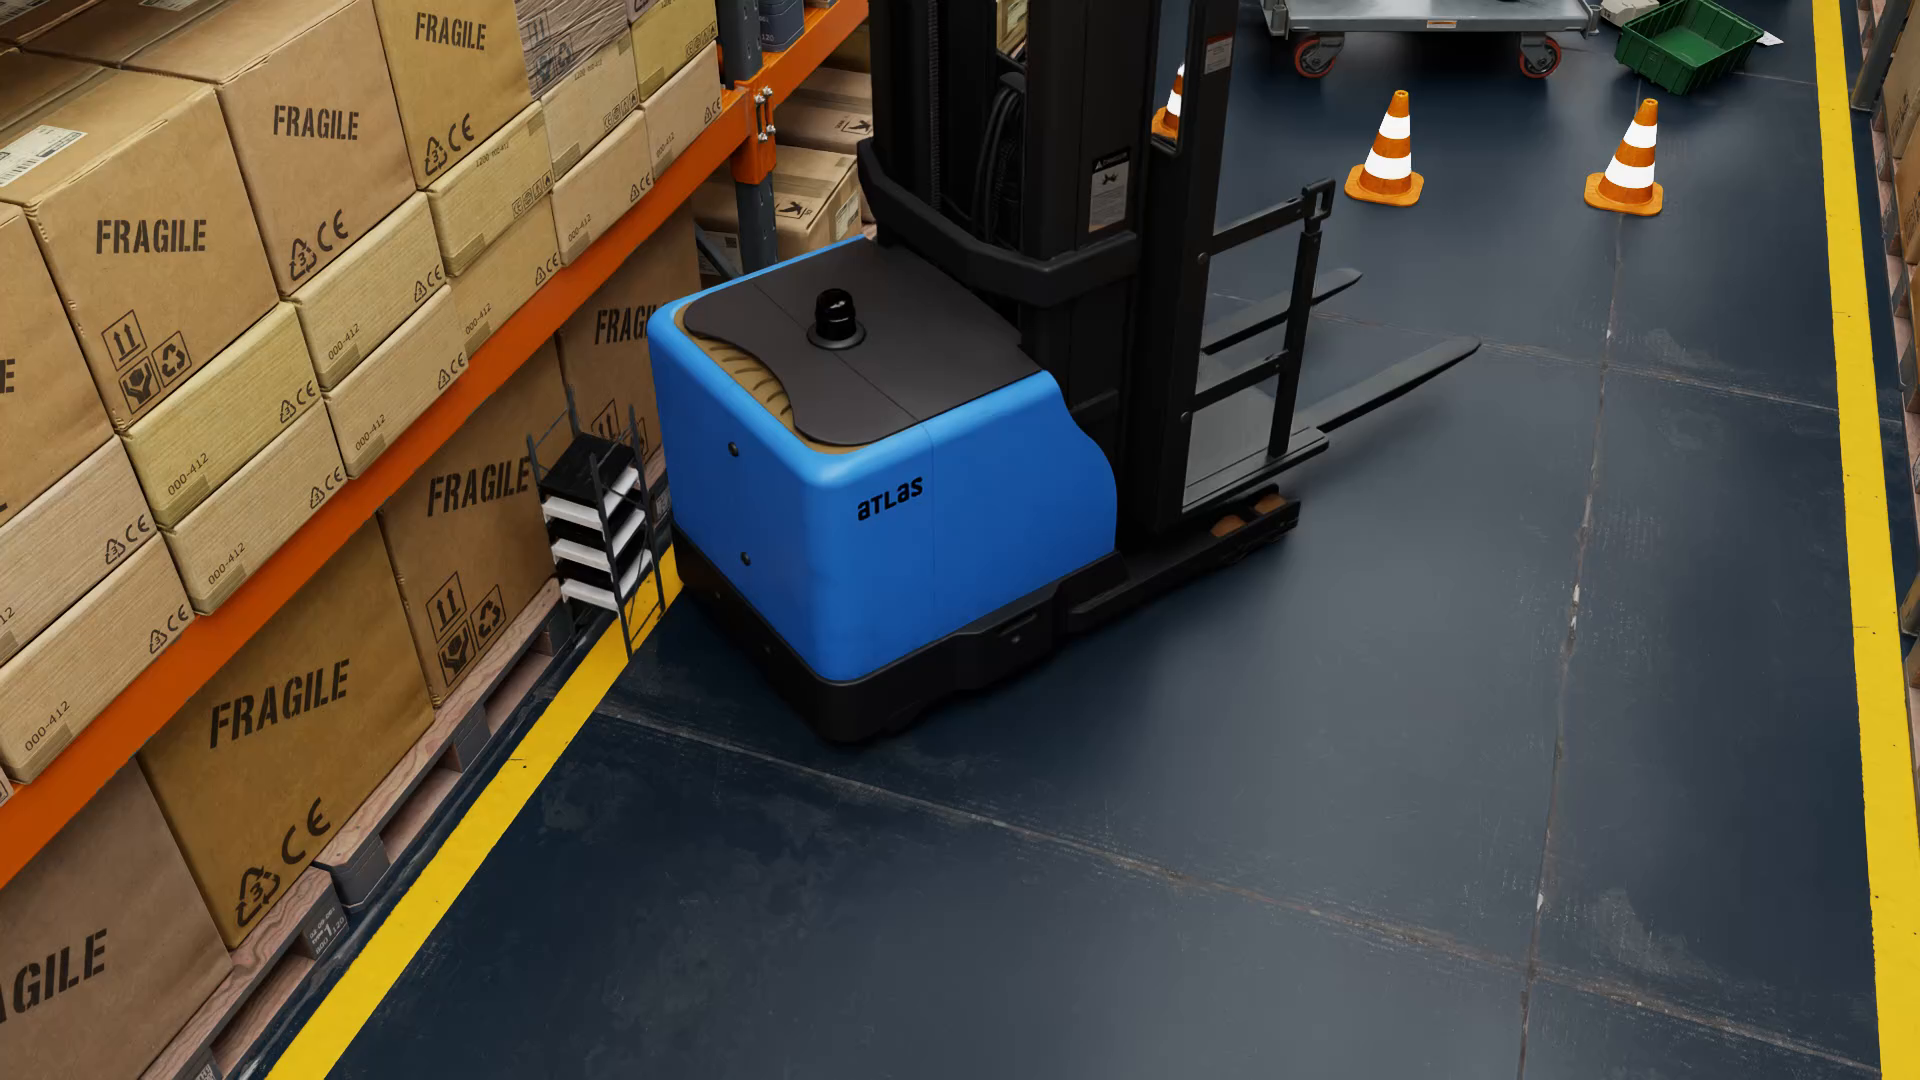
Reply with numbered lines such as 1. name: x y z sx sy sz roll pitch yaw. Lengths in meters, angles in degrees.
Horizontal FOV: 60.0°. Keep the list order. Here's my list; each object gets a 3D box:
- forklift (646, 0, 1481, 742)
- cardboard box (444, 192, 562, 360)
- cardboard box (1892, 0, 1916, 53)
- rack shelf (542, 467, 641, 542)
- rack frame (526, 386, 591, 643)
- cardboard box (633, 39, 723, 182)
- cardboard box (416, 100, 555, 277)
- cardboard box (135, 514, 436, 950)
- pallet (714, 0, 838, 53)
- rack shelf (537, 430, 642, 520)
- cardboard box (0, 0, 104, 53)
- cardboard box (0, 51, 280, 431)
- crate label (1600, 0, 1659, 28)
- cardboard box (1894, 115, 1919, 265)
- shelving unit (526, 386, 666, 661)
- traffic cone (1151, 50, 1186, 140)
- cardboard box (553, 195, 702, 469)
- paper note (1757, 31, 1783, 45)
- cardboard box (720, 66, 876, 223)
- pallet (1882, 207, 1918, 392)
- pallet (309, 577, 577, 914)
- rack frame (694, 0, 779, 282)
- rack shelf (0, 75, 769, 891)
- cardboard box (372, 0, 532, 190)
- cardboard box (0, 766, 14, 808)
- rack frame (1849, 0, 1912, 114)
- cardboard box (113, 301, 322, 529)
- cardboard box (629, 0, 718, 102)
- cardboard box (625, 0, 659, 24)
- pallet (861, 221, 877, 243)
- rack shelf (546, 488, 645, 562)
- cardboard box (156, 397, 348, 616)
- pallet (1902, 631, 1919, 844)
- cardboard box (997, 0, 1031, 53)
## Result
1. forklift: 0.551 -1.286 4.999 3.031 2.935 1.130 -25 47 -27
2. cardboard box: -1.424 -0.754 4.438 0.500 0.250 0.500 13 42 15
3. cardboard box: 5.187 -2.917 8.172 0.875 0.875 0.875 14 42 16
4. rack shelf: -1.091 -0.132 4.960 0.200 0.077 0.258 17 48 13
5. rack frame: -1.189 -0.060 5.090 0.006 0.900 0.240 17 48 13
6. cardboard box: -1.077 -1.372 5.163 0.500 0.250 0.500 12 42 14
7. cardboard box: -1.402 -0.946 4.278 0.500 0.250 0.500 12 42 14
8. cardboard box: -2.077 0.344 4.349 0.875 0.875 0.875 14 43 16
9. pallet: -1.004 -2.181 6.143 1.213 0.211 1.003 13 42 15
10. rack shelf: -1.088 -0.194 4.894 0.200 0.077 0.258 17 48 13
11. cardboard box: -2.074 -1.043 3.814 0.500 0.500 0.500 14 42 16
12. cardboard box: -1.773 -0.600 3.295 0.500 0.500 0.500 12 42 14
13. crate label: 3.629 -2.872 9.011 0.298 0.136 0.250 -13 42 -15
14. cardboard box: 4.445 -1.516 6.625 1.050 0.750 0.750 13 42 15
15. shelving unit: -1.094 -0.031 5.067 0.210 0.900 0.258 17 48 13
16. traffic cone: 1.112 -2.203 7.975 0.336 0.463 0.334 13 42 15
17. cardboard box: -1.462 -0.744 5.624 0.875 0.875 0.875 13 42 15
18. paper note: 4.285 -2.680 8.867 0.147 0.020 0.142 -13 42 -15
19. cardboard box: -0.700 -1.750 7.191 0.950 0.372 0.625 13 42 14
20. pallet: 4.298 -0.903 6.646 1.003 0.211 1.213 13 42 15
21. pallet: -1.907 0.471 5.035 1.003 0.211 1.213 13 42 15
22. rack frame: -1.148 -1.795 5.543 1.000 3.000 0.127 13 42 15
23. rack shelf: -1.832 -0.302 4.347 1.077 0.370 4.000 13 42 15
24. cardboard box: -1.423 -1.224 4.026 0.500 0.500 0.500 13 42 15
25. cardboard box: -2.117 0.492 2.978 0.500 0.250 0.500 12 42 14
26. rack frame: 4.906 -3.198 7.187 1.000 3.000 0.127 13 42 15
27. cardboard box: -1.751 -0.321 3.545 0.500 0.250 0.500 14 42 16
28. cardboard box: -1.075 -1.577 5.017 0.500 0.250 0.500 13 42 15
29. cardboard box: -1.079 -1.840 4.749 0.500 0.500 0.500 12 42 14
30. pallet: -0.879 -1.211 7.006 1.003 0.211 1.213 13 42 15
31. rack shelf: -1.093 -0.070 5.026 0.200 0.077 0.258 17 48 13
32. cardboard box: -1.751 -0.133 3.711 0.500 0.250 0.500 13 42 15
33. pallet: 3.270 0.779 4.674 1.003 0.211 1.213 13 42 15
34. cardboard box: -0.200 -2.635 8.229 0.950 0.372 0.625 16 43 18
